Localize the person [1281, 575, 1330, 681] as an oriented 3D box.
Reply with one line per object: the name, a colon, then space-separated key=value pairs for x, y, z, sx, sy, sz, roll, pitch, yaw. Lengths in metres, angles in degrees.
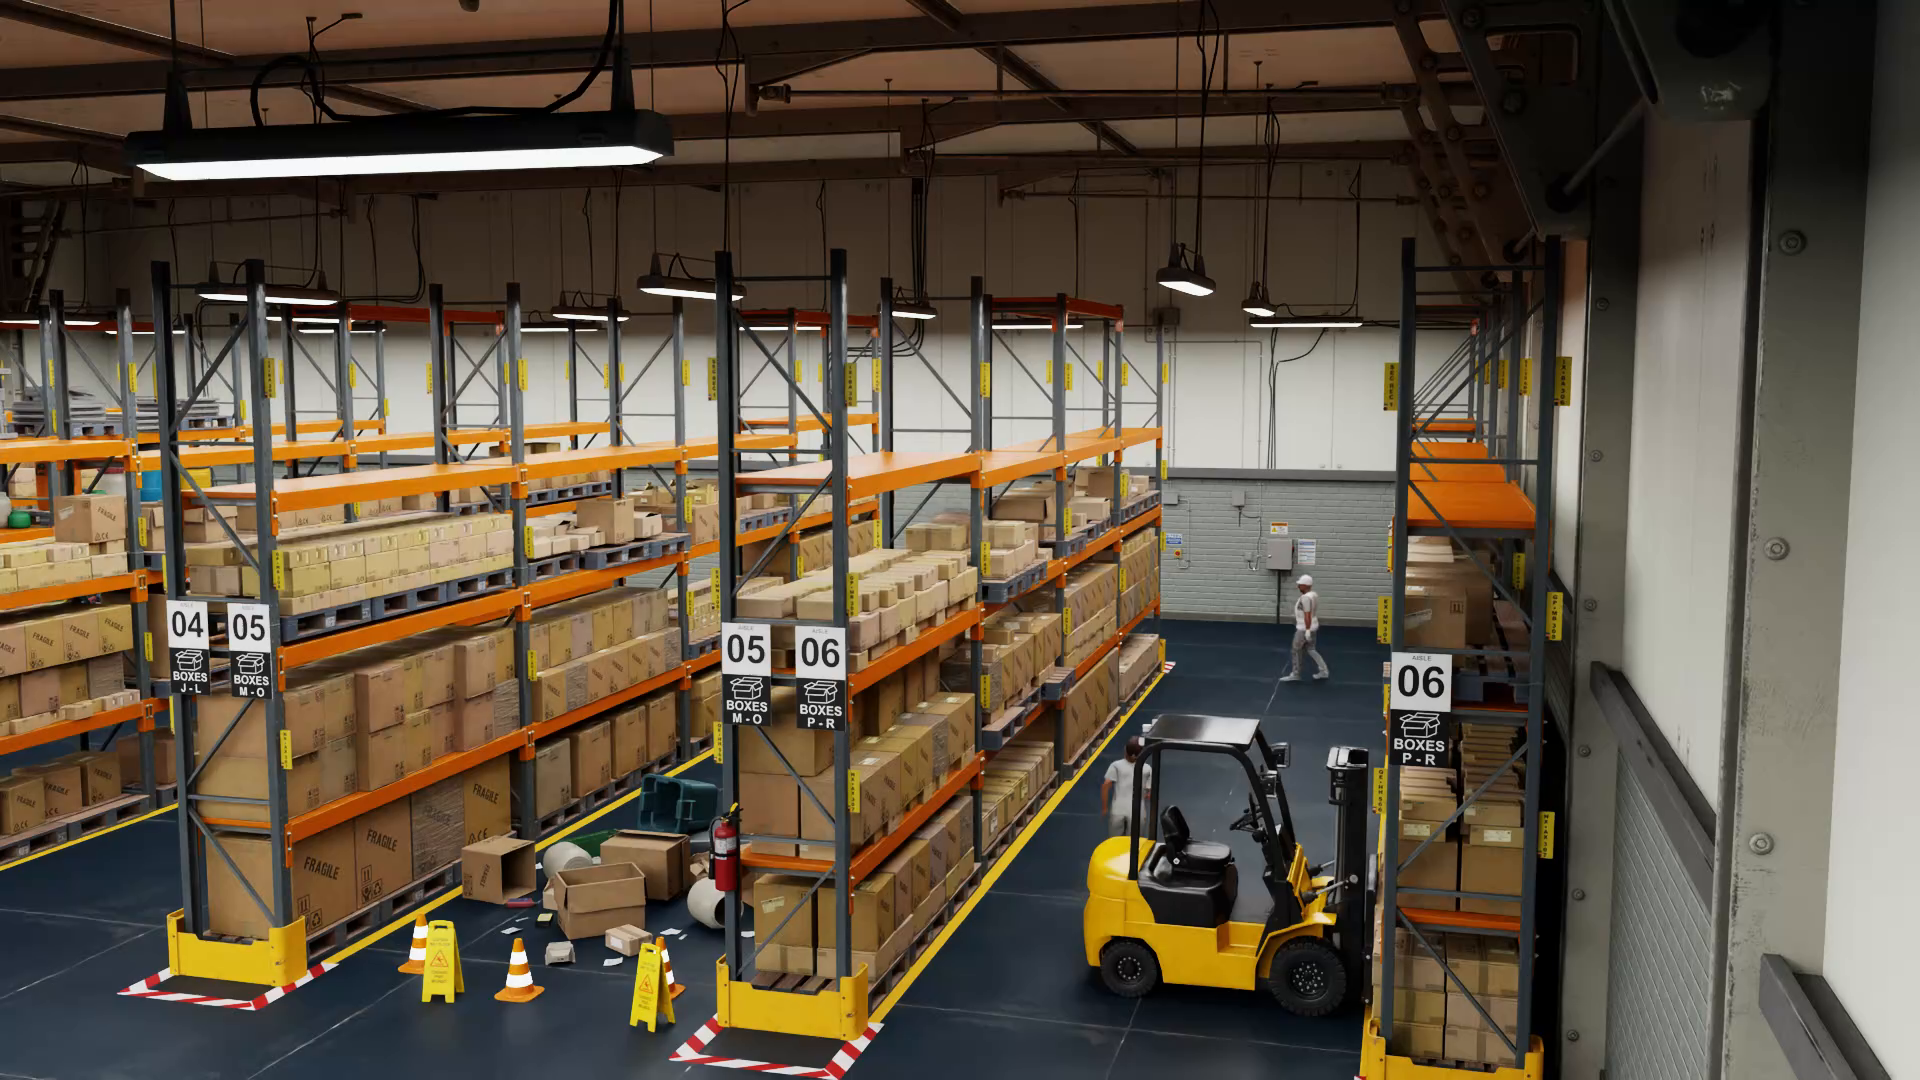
person: x=5.626 y=1.443 z=27.034 sx=0.787 sy=1.765 sz=0.637 roll=3 pitch=7 yaw=27

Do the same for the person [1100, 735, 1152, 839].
person: x=1.637 y=2.685 z=16.181 sx=0.533 sy=1.570 sz=0.727 roll=2 pitch=6 yaw=17
